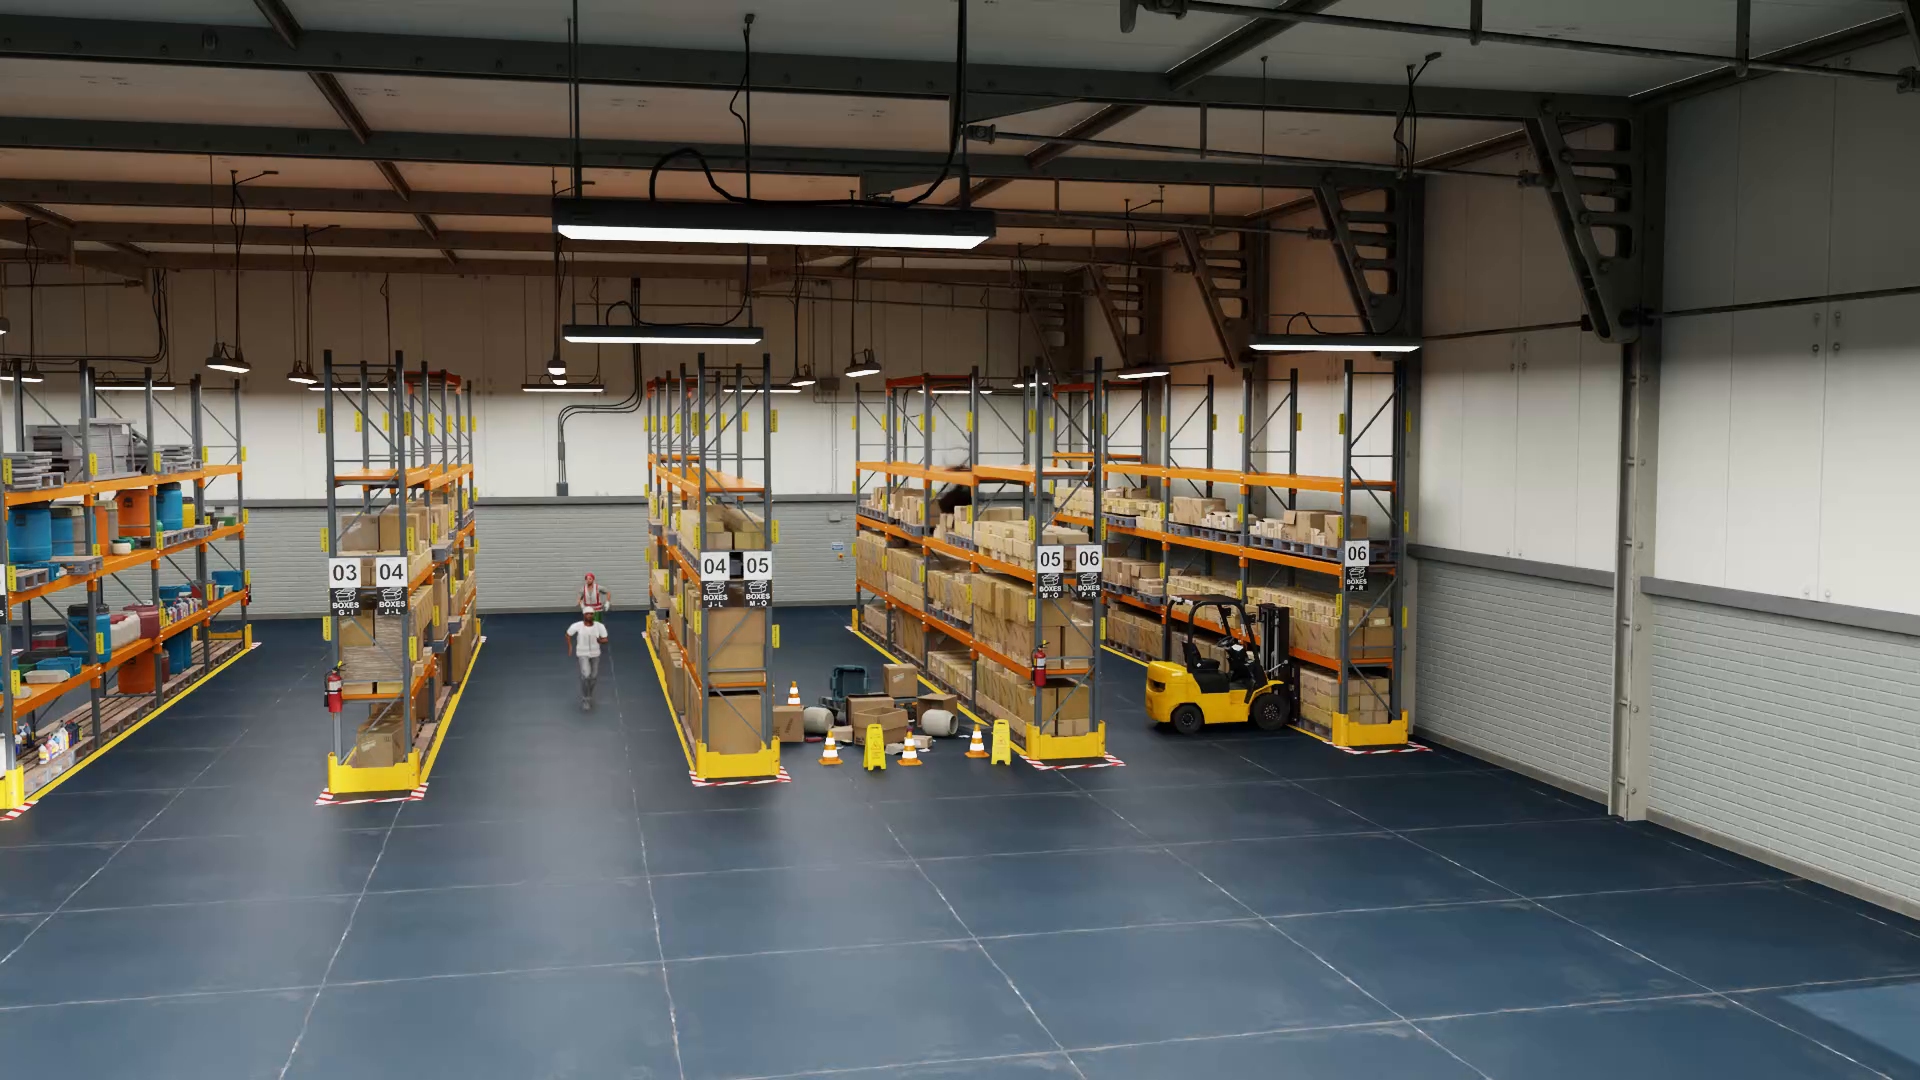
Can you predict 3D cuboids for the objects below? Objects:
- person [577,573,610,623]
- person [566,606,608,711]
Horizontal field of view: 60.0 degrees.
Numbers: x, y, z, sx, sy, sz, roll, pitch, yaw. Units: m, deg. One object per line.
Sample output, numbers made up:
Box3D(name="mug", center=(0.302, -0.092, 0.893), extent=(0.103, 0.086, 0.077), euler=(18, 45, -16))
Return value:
Box3D(name="person", center=(-8.049, 1.582, 36.466), extent=(0.690, 1.735, 0.770), euler=(0, 4, -1))
Box3D(name="person", center=(-6.560, 2.078, 29.375), extent=(0.669, 1.828, 0.766), euler=(-2, 5, -28))
